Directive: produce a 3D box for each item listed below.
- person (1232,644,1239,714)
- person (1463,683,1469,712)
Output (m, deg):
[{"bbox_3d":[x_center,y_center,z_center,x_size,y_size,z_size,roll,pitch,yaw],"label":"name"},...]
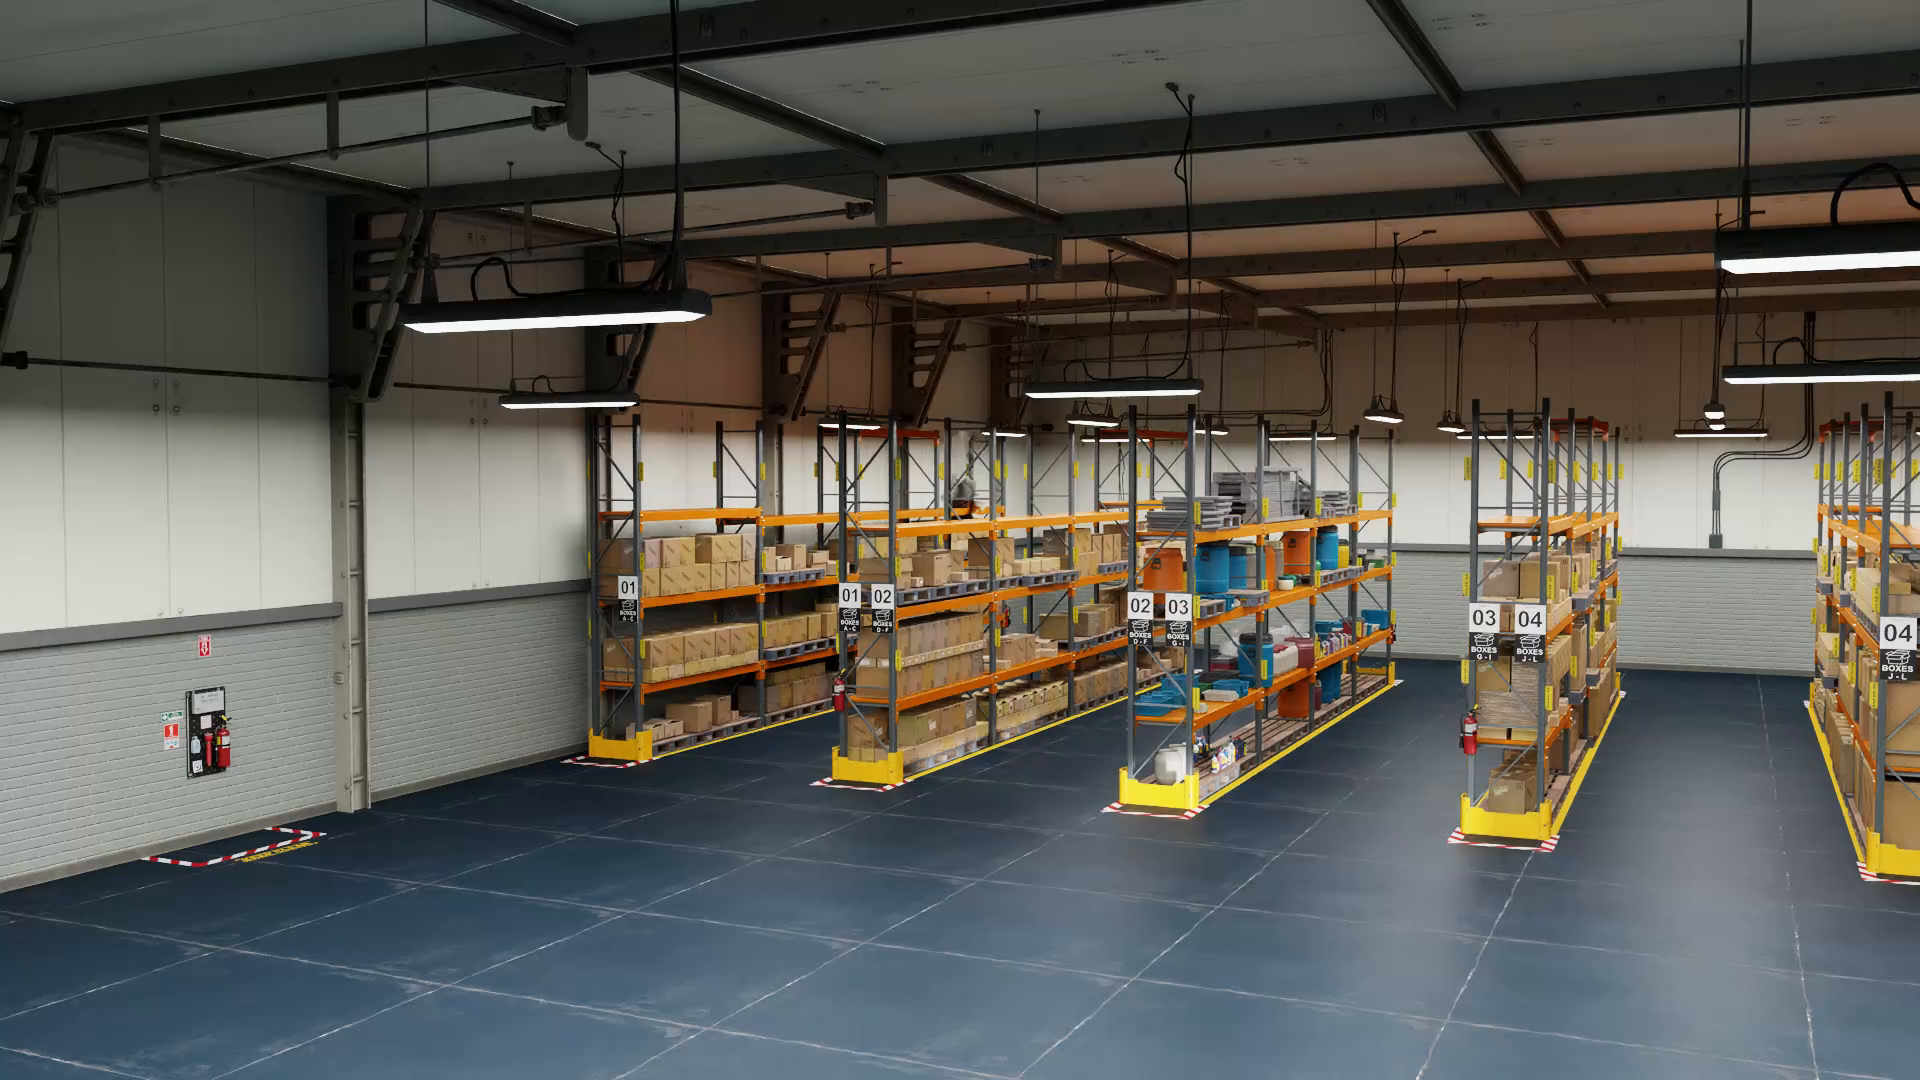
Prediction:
[{"bbox_3d":[5.801,2.846,34.582,0.310,1.494,0.716,1,2,19],"label":"person"},{"bbox_3d":[10.085,3.146,32.636,0.418,0.906,0.501,1,3,28],"label":"person"}]
